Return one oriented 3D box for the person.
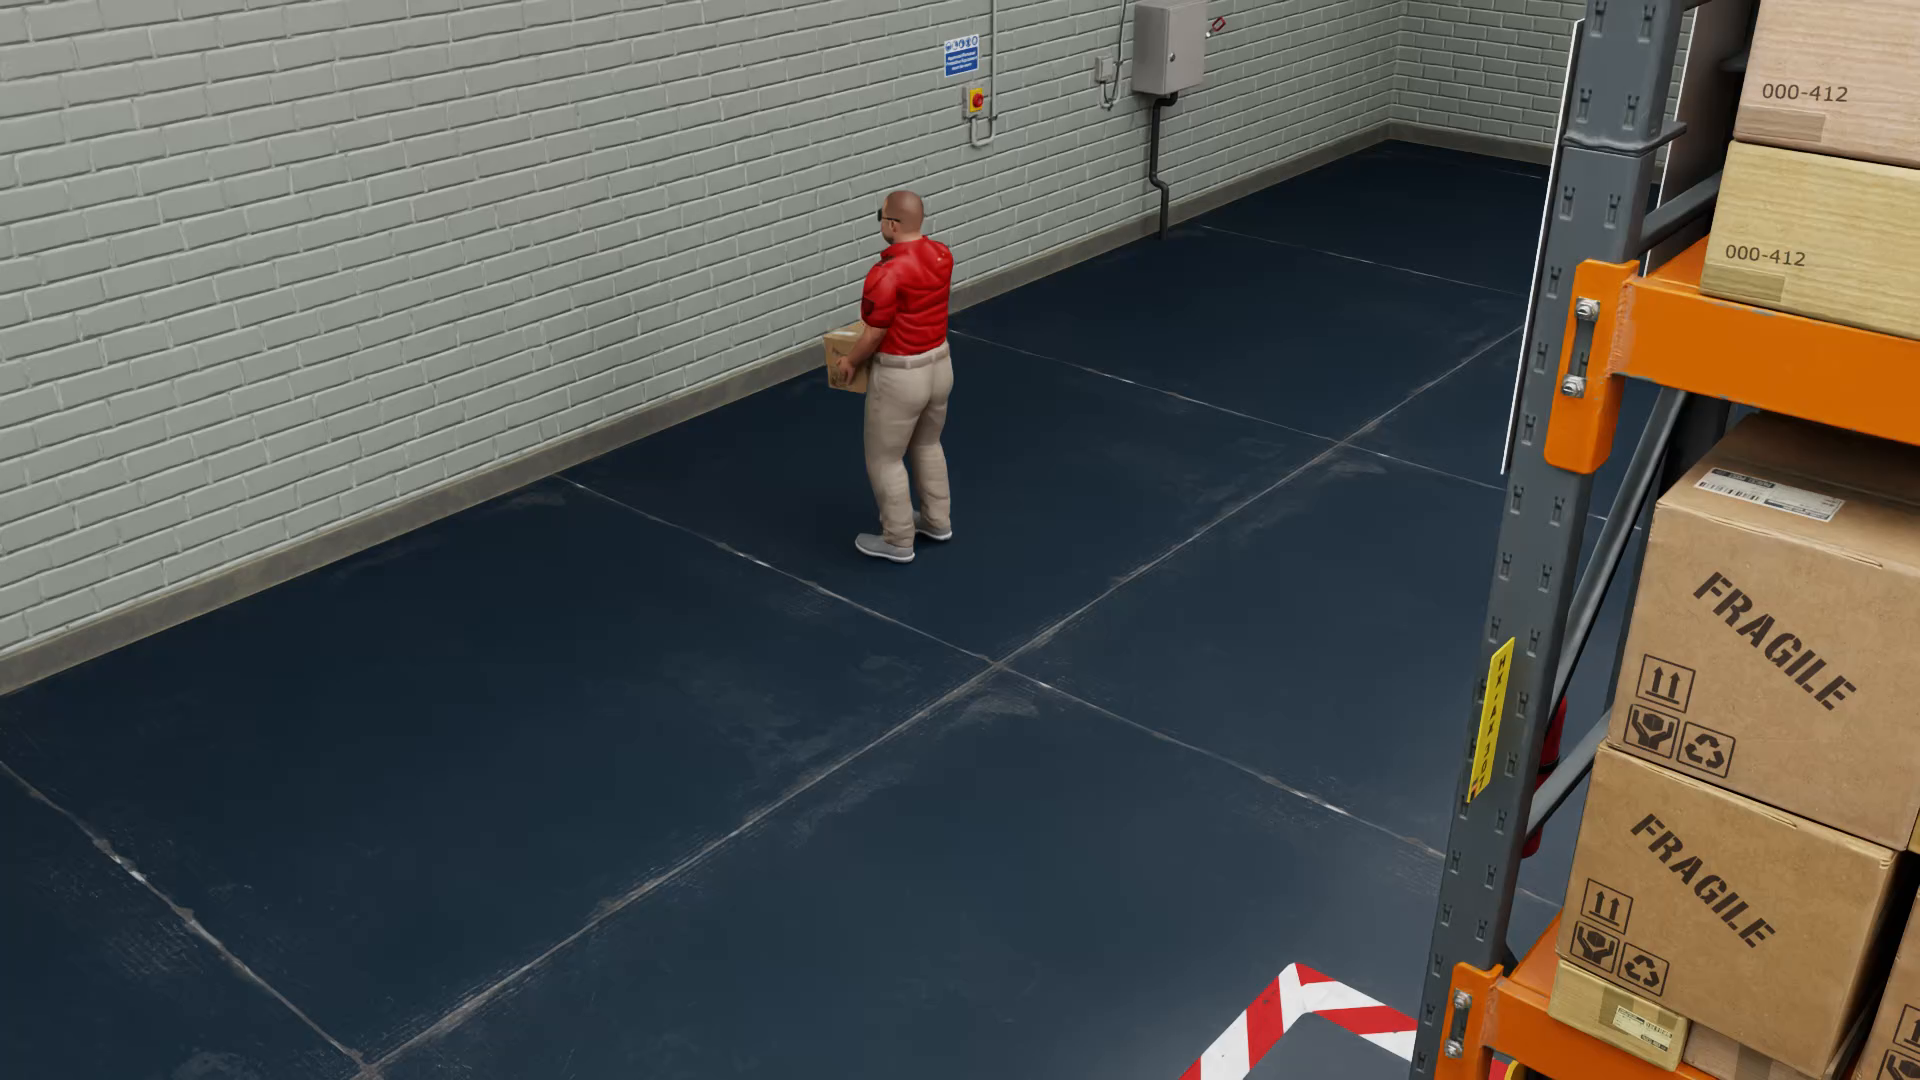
[{"bbox_3d":[-0.265,-0.699,7.590,0.386,1.638,0.594,20,33,33],"label":"person"}]
